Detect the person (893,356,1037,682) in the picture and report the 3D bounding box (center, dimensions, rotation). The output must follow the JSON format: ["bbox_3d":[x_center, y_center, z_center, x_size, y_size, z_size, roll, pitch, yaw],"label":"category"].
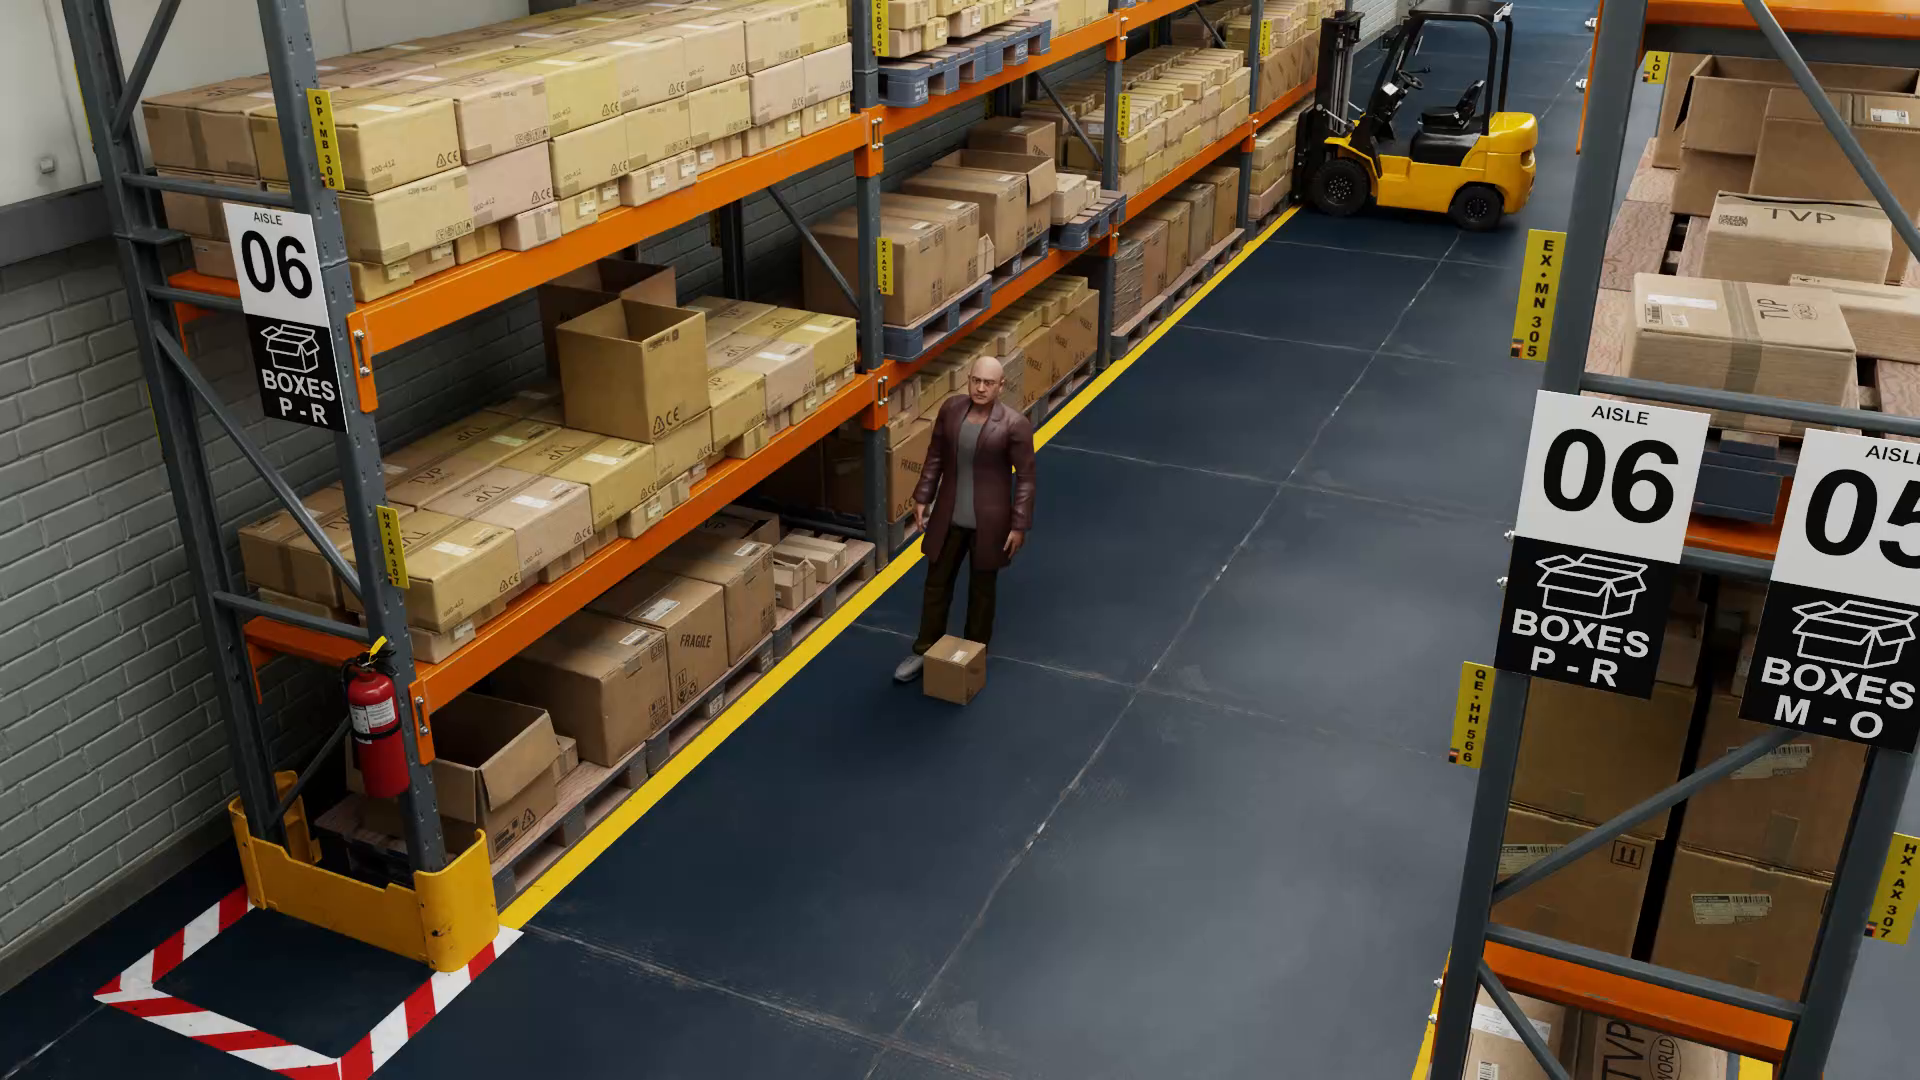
[{"bbox_3d":[0.030,-0.077,8.770,0.695,1.776,0.581,12,28,23],"label":"person"}]
